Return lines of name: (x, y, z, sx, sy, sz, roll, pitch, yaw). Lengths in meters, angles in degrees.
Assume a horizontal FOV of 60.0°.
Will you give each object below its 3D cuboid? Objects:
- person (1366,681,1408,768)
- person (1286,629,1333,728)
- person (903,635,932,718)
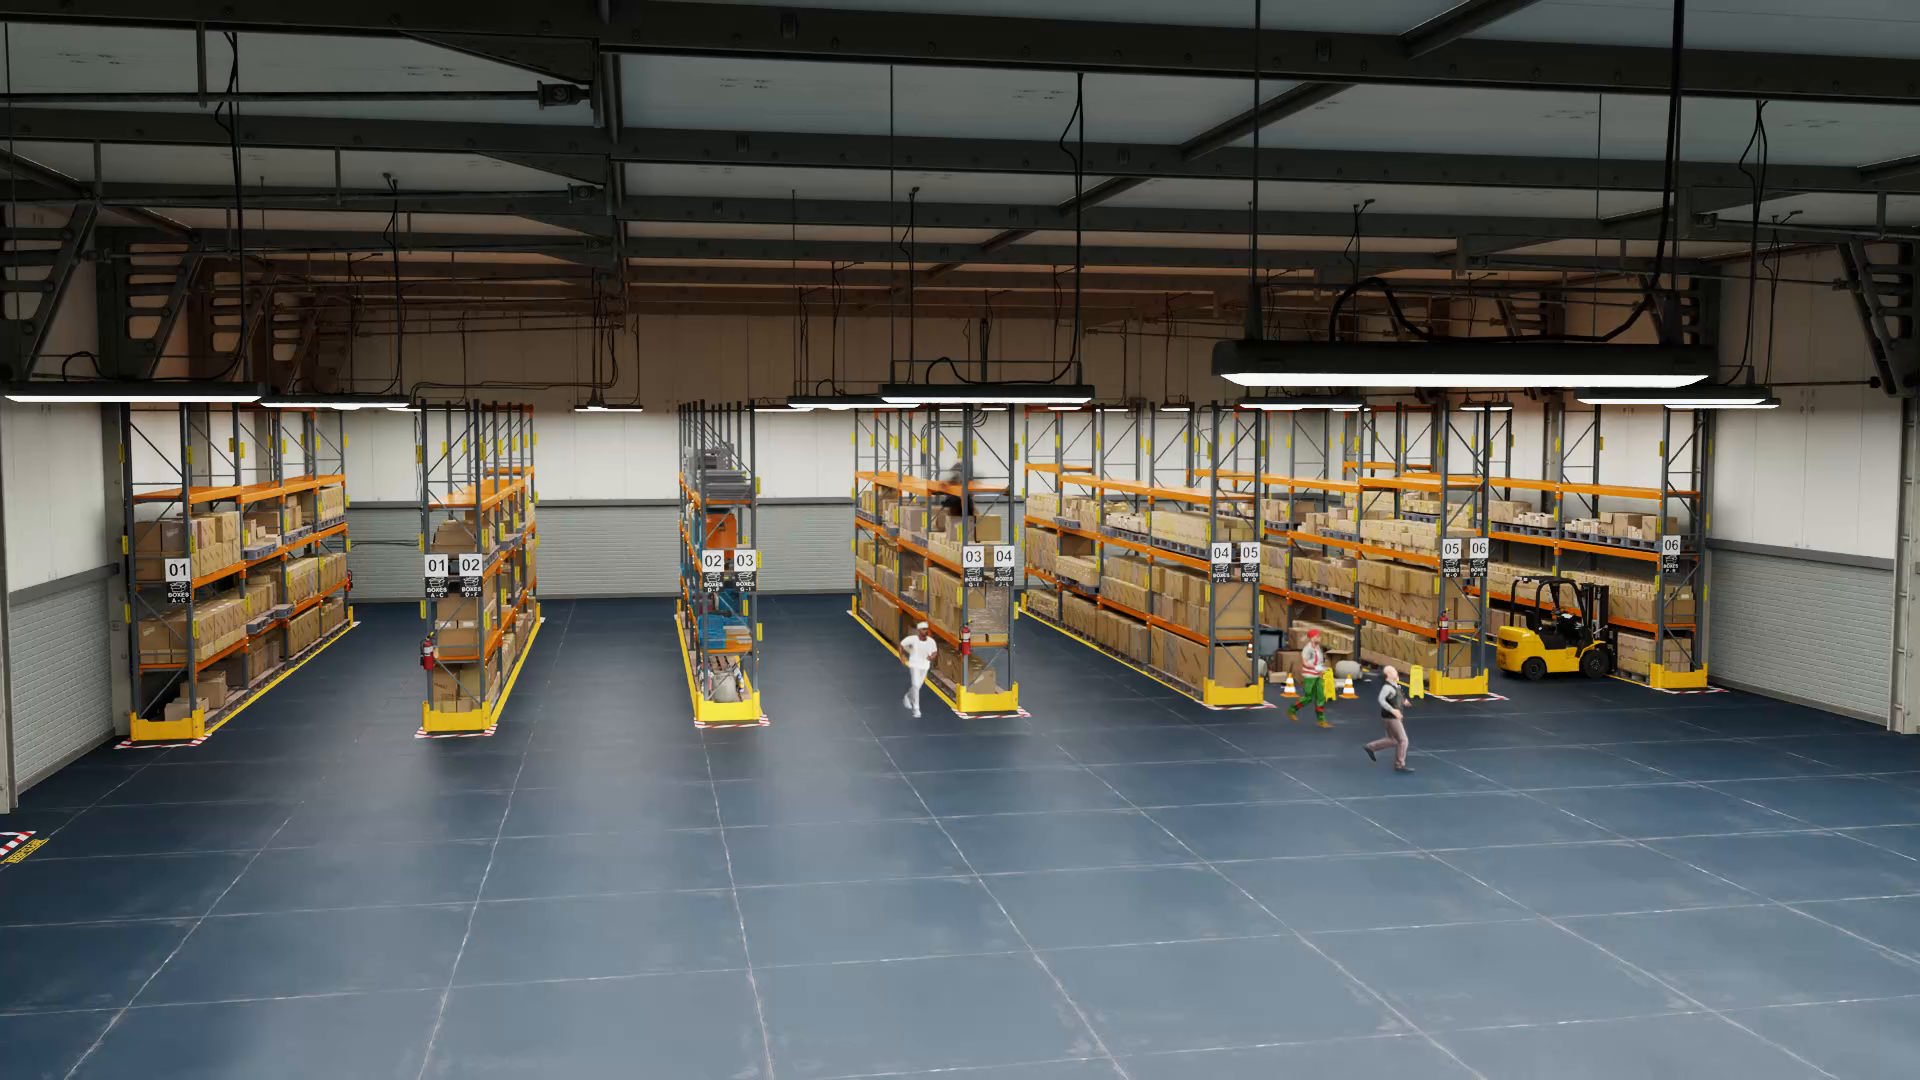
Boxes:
person: (6.875, 2.950, 26.743, 0.668, 1.405, 0.444, 1, 5, 18)
person: (6.438, 2.525, 30.518, 0.872, 1.802, 0.683, 3, 5, 35)
person: (-0.795, 2.589, 31.847, 0.518, 1.530, 0.917, -2, 5, -29)
